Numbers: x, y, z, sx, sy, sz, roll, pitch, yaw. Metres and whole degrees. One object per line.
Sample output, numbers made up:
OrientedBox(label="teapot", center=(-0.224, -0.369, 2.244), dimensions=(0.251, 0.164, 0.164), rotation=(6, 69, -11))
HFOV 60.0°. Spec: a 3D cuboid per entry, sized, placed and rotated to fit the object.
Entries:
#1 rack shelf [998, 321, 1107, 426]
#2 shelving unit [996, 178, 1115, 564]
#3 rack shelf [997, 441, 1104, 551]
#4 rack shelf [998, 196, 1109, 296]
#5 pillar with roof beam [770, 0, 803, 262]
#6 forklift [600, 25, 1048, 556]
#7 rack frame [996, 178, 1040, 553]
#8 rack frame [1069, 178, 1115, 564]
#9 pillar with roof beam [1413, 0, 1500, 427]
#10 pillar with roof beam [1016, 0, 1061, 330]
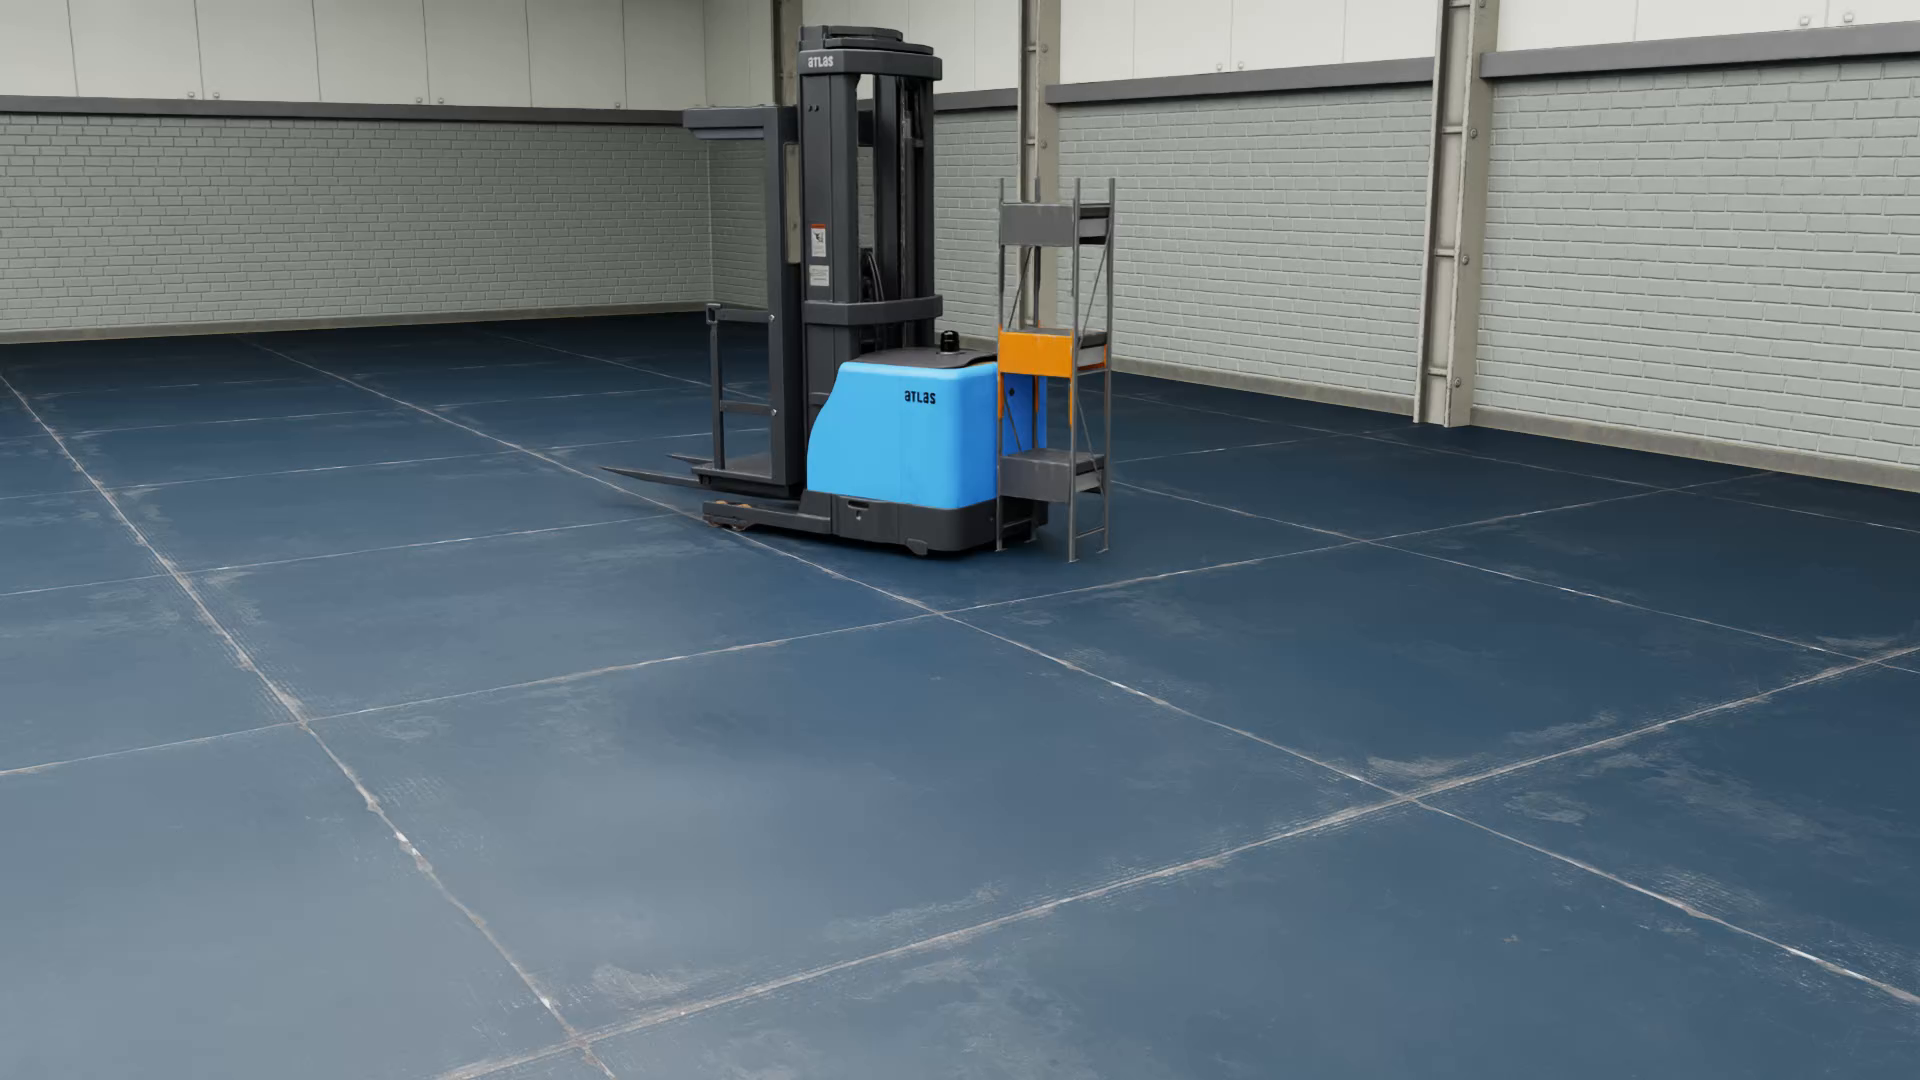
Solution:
OrientedBox(label="rack shelf", center=(0.530, -0.943, 9.324), dimensions=(0.480, 0.518, 0.431), rotation=(9, 15, 34))
OrientedBox(label="shelving unit", center=(0.530, -0.957, 9.321), dimensions=(0.503, 2.100, 0.431), rotation=(9, 15, 34))
OrientedBox(label="rack shelf", center=(0.529, -0.259, 9.473), dimensions=(0.480, 0.518, 0.431), rotation=(9, 15, 34))
OrientedBox(label="rack shelf", center=(0.530, -1.627, 9.175), dimensions=(0.480, 0.518, 0.431), rotation=(9, 15, 34))
OrientedBox(label="pillar with roof beam", center=(-6.019, -7.041, 20.996), dimensions=(9.100, 9.000, 0.400), rotation=(-8, 15, -33))
OrientedBox(label="forklift", center=(-0.966, -1.567, 10.169), dimensions=(3.031, 2.935, 1.130), rotation=(9, 15, 35))
OrientedBox(label="rack frame", center=(0.330, -0.987, 9.459), dimensions=(0.015, 2.100, 0.400), rotation=(9, 15, 34))
OrientedBox(label="rack frame", center=(0.729, -0.927, 9.183), dimensions=(0.015, 2.100, 0.400), rotation=(9, 15, 34))
OrientedBox(label="pillar with roof beam", center=(0.630, -4.907, 11.237), dimensions=(9.100, 9.000, 0.400), rotation=(-8, 15, -33))
OrientedBox(label="pillar with roof beam", center=(-2.695, -5.974, 16.117), dimensions=(9.100, 9.000, 0.400), rotation=(-8, 15, -33))
